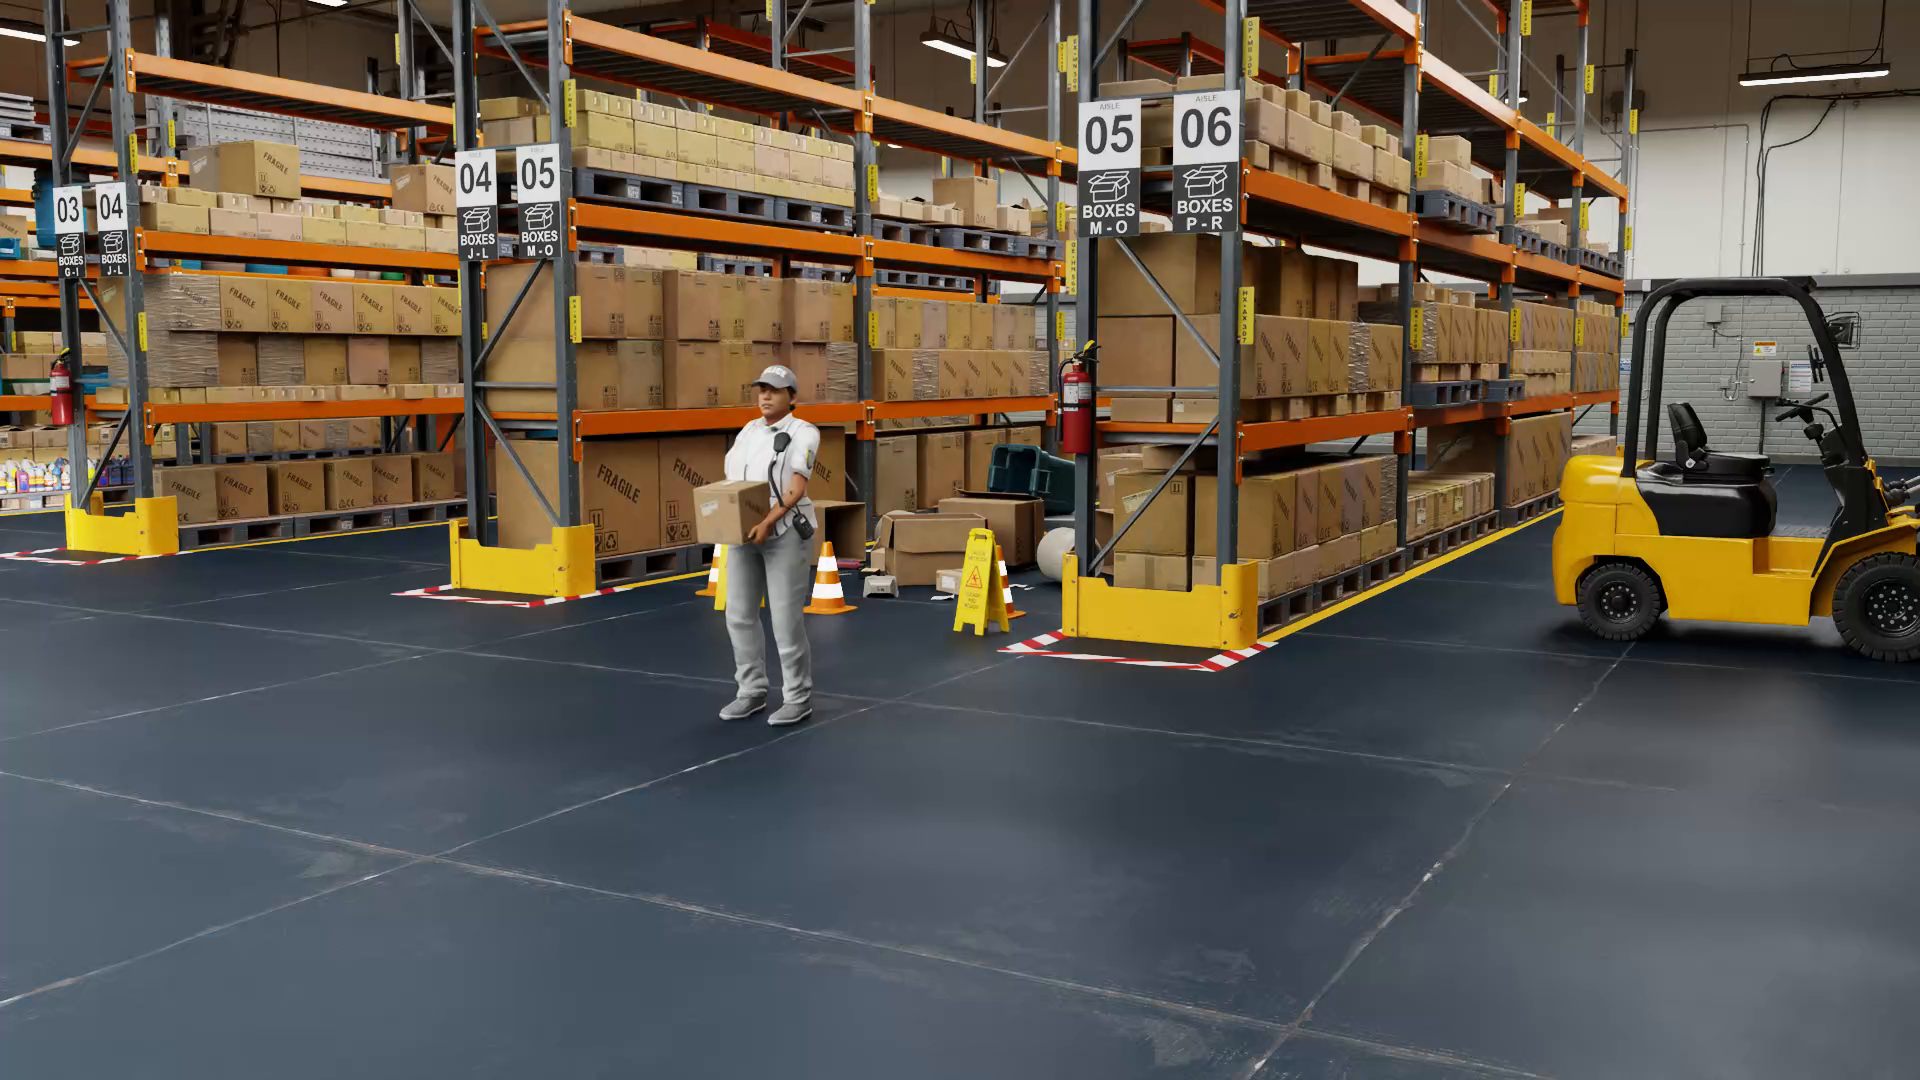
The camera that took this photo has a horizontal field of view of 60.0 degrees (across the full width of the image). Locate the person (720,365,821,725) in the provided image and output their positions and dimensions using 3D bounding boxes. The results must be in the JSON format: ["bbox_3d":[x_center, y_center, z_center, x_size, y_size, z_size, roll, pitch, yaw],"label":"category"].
[{"bbox_3d":[-0.921,0.021,7.715,0.452,1.654,0.535,3,7,29],"label":"person"}]
